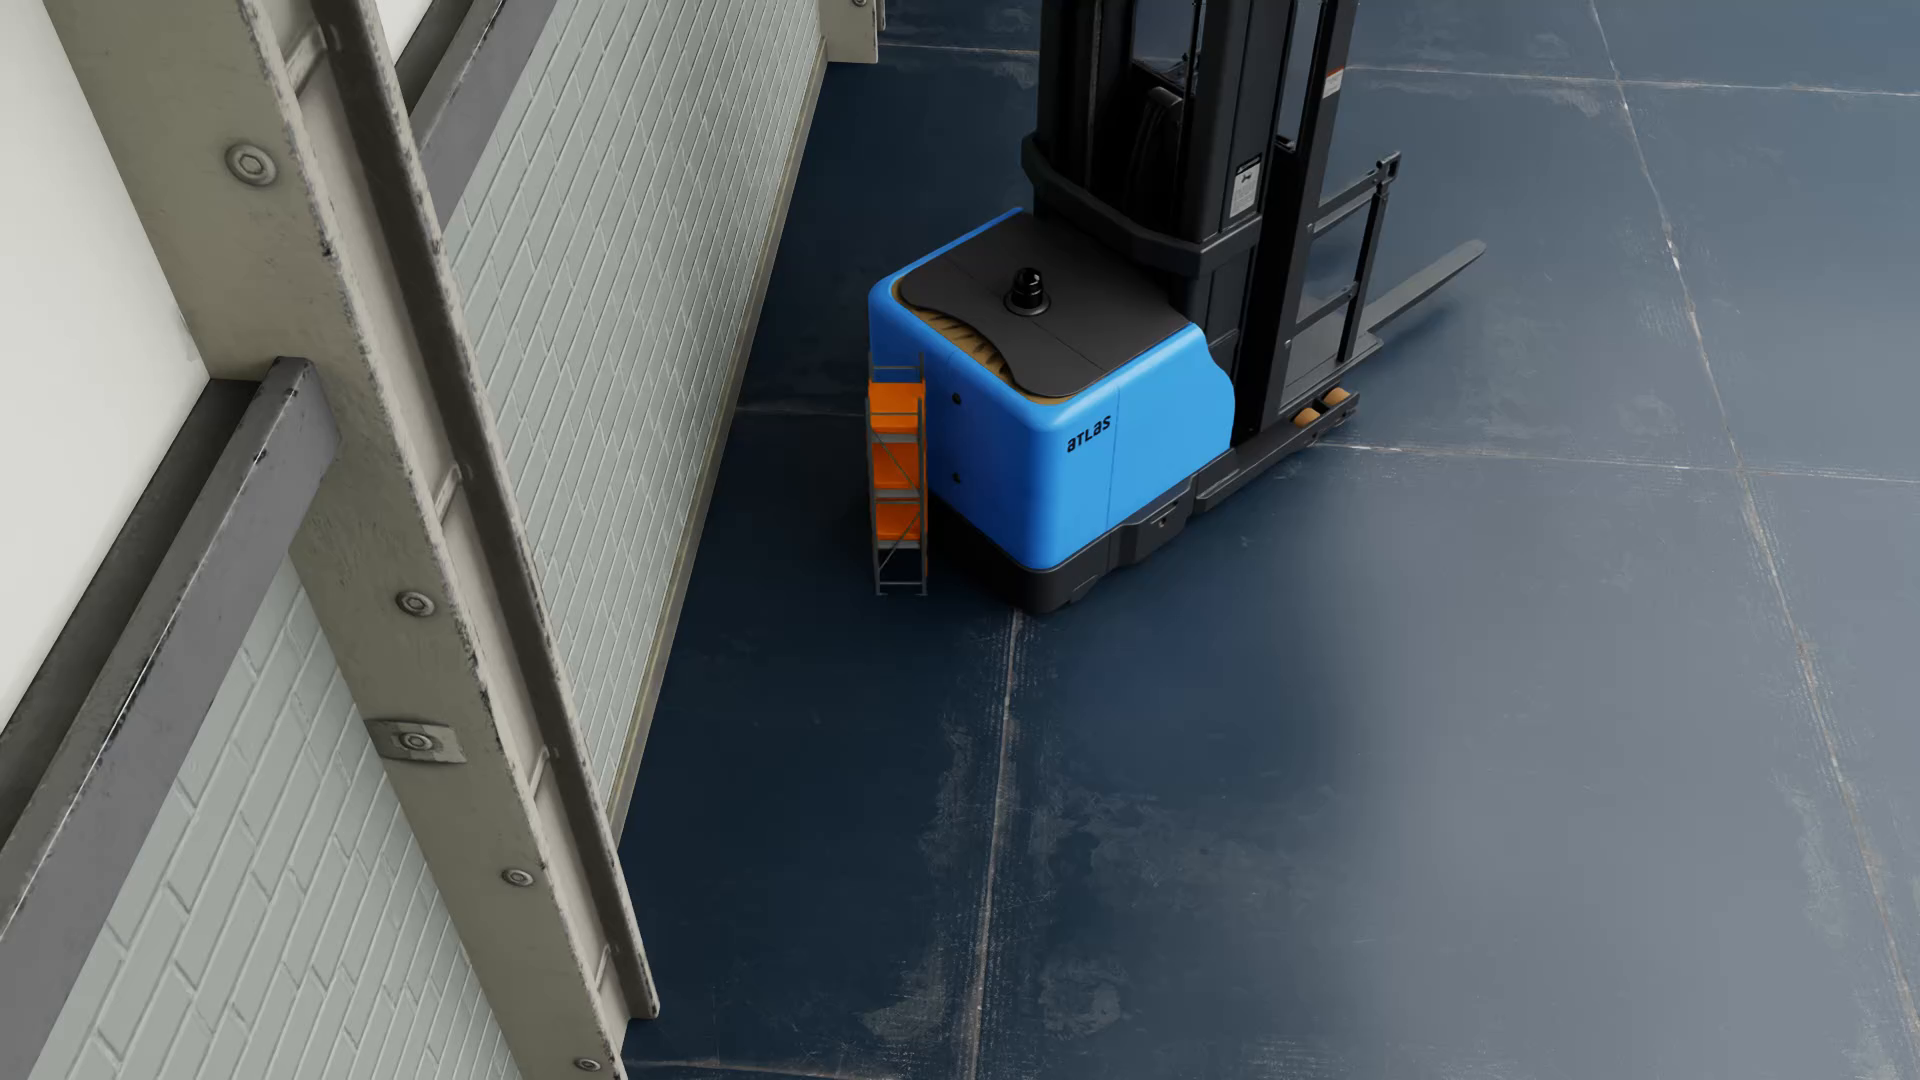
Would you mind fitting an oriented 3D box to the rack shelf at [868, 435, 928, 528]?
[{"bbox_3d":[-0.230,-0.220,6.254,0.215,0.259,0.240,0,48,0],"label":"rack shelf"}]

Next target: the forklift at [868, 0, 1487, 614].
[{"bbox_3d":[1.083,-1.651,6.274,3.031,2.935,1.130,-33,55,-26],"label":"forklift"}]

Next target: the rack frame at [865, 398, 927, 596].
[{"bbox_3d":[-0.231,-0.137,6.164,0.200,1.050,0.008,0,48,0],"label":"rack frame"}]

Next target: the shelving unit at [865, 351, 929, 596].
[{"bbox_3d":[-0.230,-0.227,6.246,0.215,1.050,0.252,0,48,0],"label":"shelving unit"}]

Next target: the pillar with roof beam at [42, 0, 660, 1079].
[{"bbox_3d":[3.146,-1.116,1.672,9.100,9.000,0.400,4,48,4],"label":"pillar with roof beam"}]

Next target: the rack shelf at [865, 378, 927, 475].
[{"bbox_3d":[-0.230,-0.411,6.044,0.215,0.259,0.240,0,48,0],"label":"rack shelf"}]

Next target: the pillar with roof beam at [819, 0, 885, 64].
[{"bbox_3d":[3.693,-5.525,5.705,9.100,9.000,0.400,4,48,4],"label":"pillar with roof beam"}]

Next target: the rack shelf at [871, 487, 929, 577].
[{"bbox_3d":[-0.230,-0.032,6.459,0.215,0.259,0.240,0,48,0],"label":"rack shelf"}]

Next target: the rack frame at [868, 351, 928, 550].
[{"bbox_3d":[-0.230,-0.317,6.328,0.200,1.050,0.008,0,48,0],"label":"rack frame"}]
